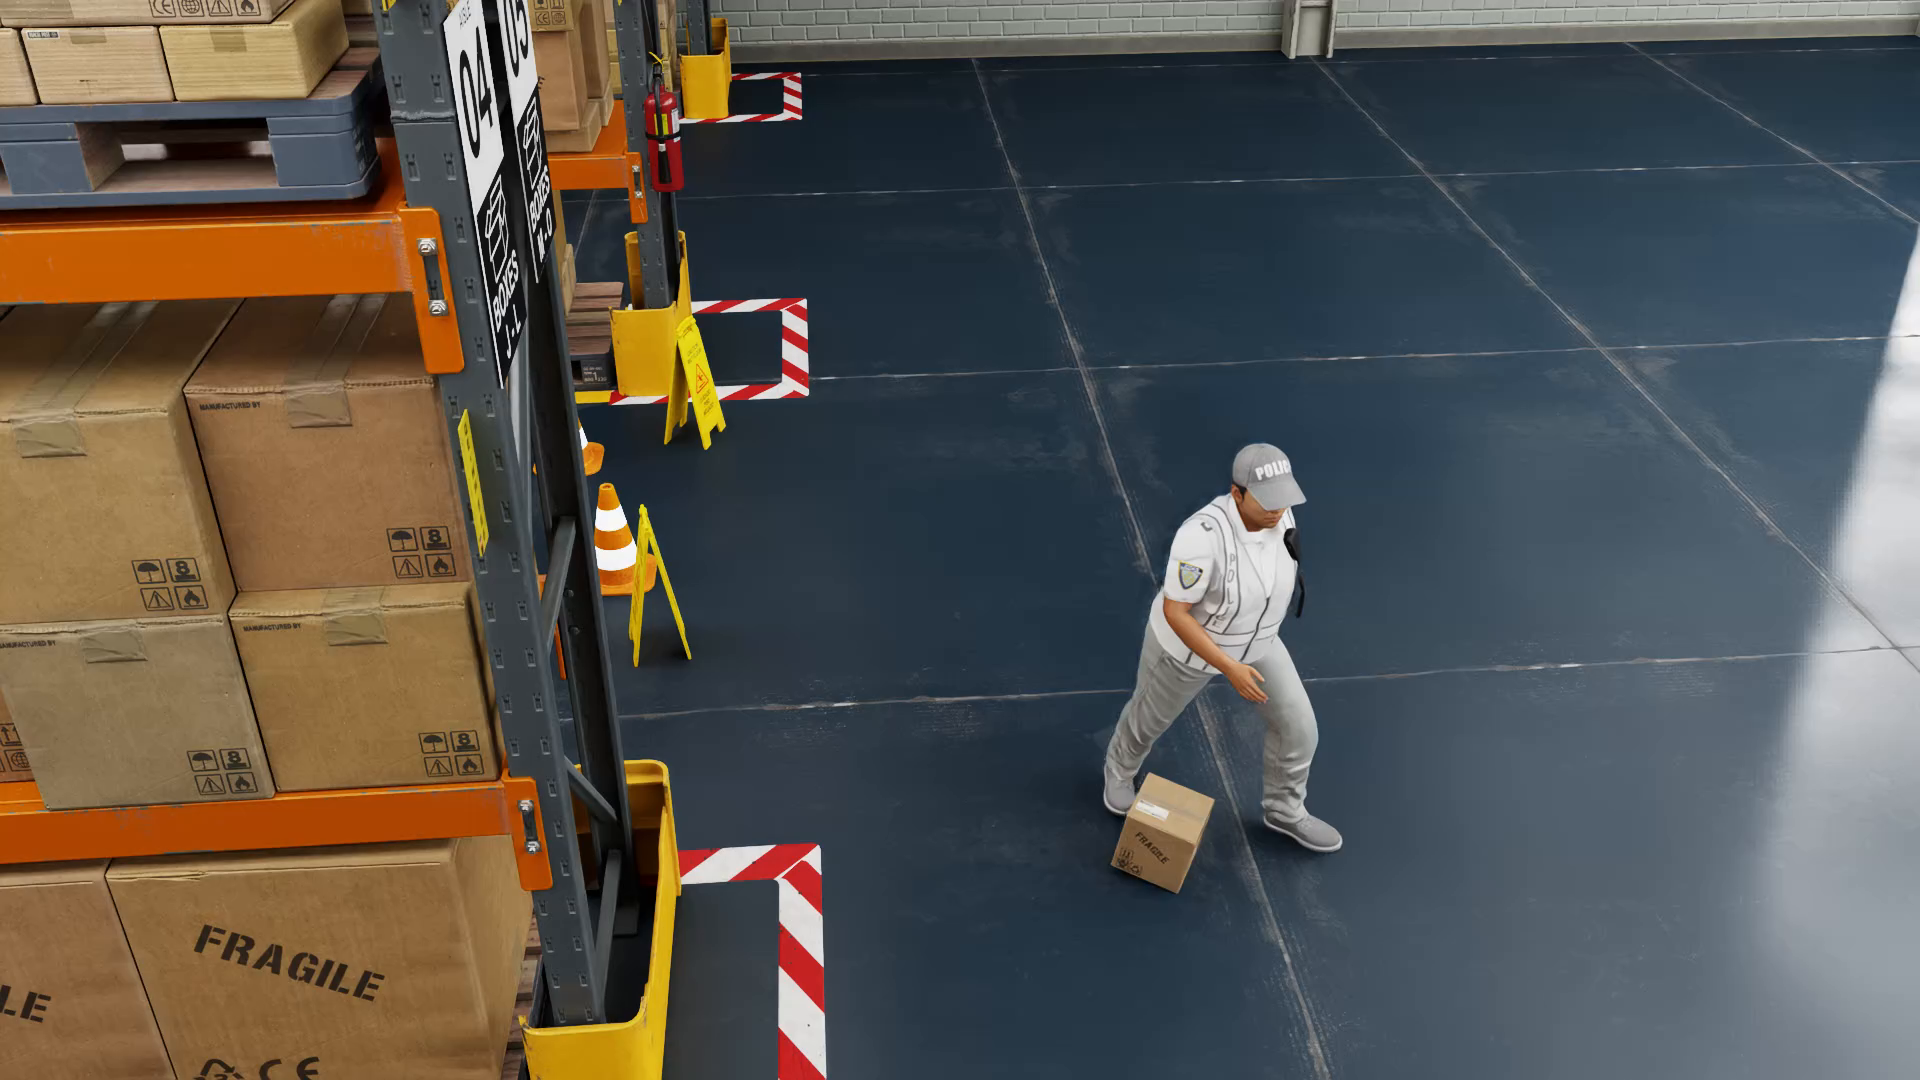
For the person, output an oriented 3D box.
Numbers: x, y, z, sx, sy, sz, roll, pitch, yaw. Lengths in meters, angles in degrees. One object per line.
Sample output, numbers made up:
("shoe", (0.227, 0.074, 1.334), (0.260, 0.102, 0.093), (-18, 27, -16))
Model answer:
("person", (0.924, 0.342, 5.598), (0.643, 1.591, 0.831), (-17, 35, -25))
